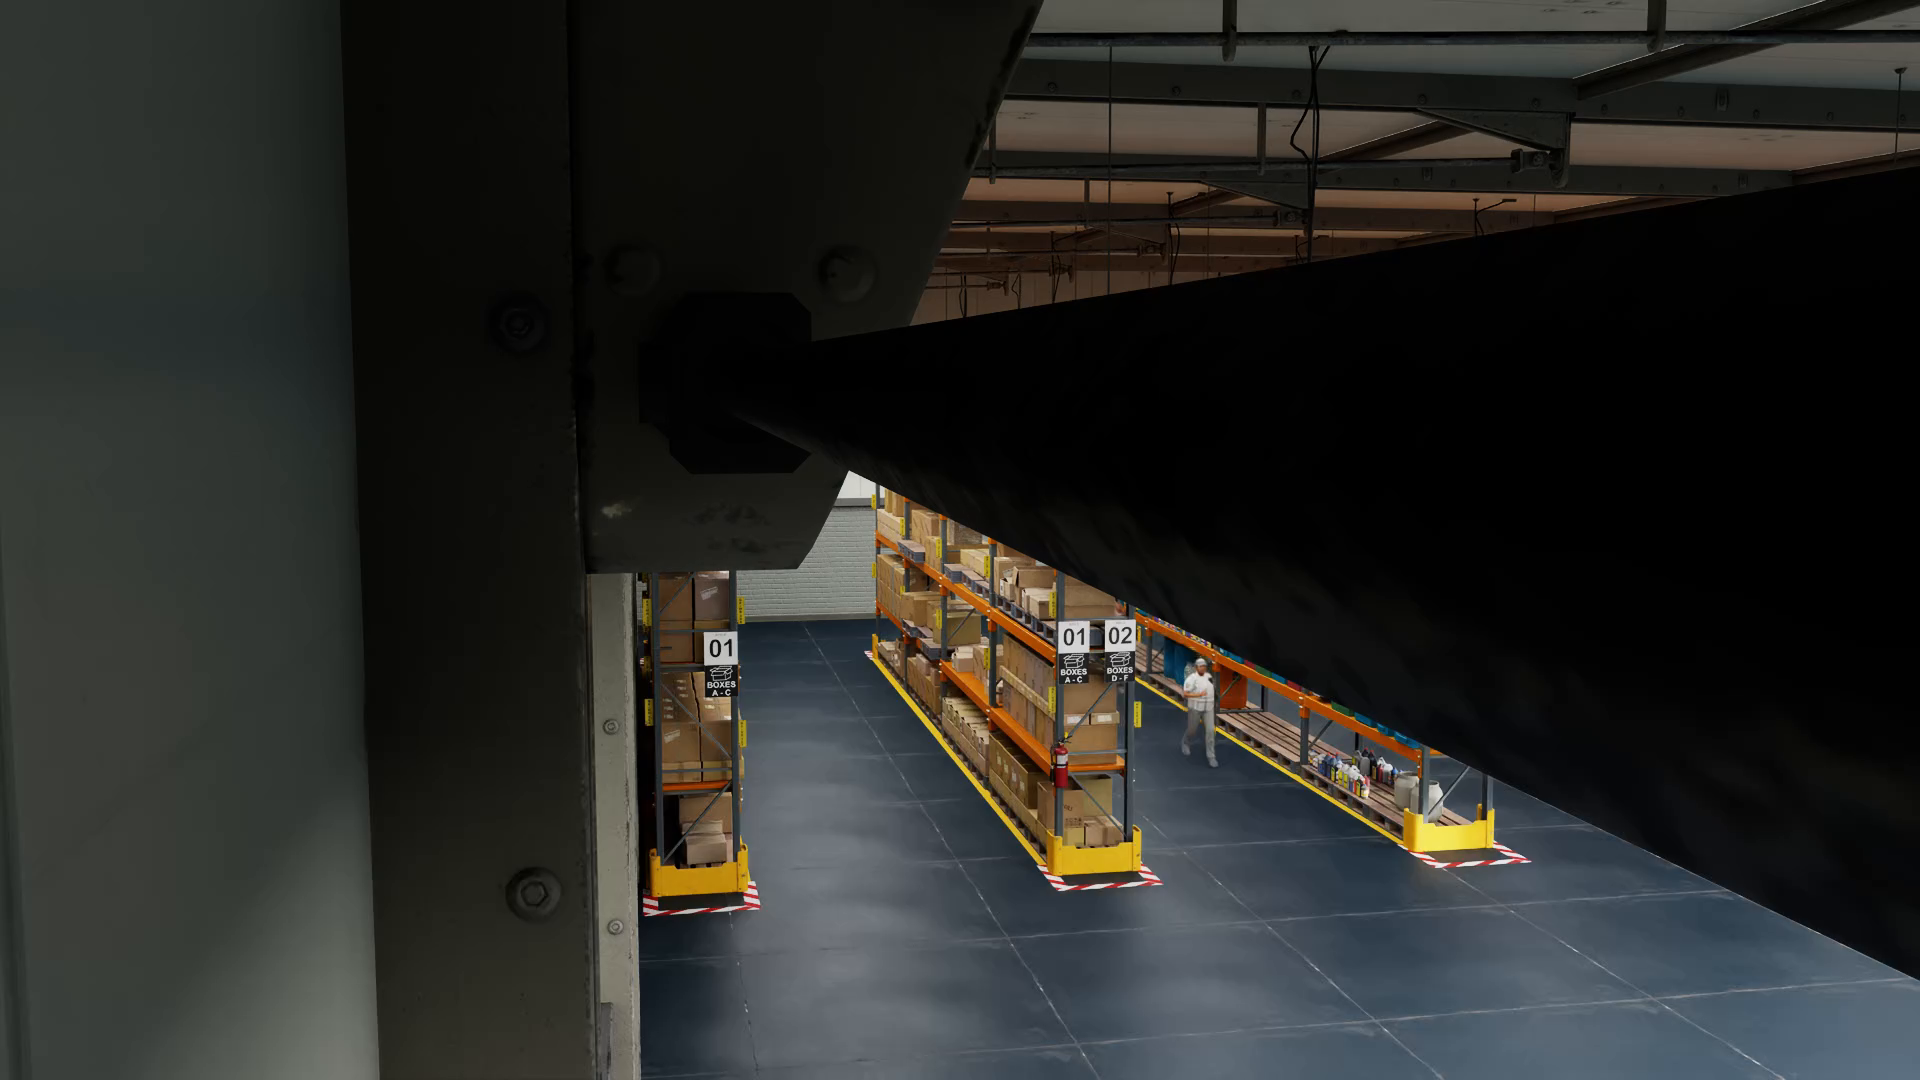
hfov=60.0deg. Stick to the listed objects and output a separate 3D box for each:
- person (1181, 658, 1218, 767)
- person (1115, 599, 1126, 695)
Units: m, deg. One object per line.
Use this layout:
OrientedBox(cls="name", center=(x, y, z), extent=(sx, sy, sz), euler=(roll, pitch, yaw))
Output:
OrientedBox(cls="person", center=(3.837, 2.711, 26.465), extent=(0.610, 1.646, 0.891), euler=(-1, 6, -14))
OrientedBox(cls="person", center=(2.946, 1.962, 31.339), extent=(0.711, 1.781, 0.900), euler=(-2, 6, -15))
